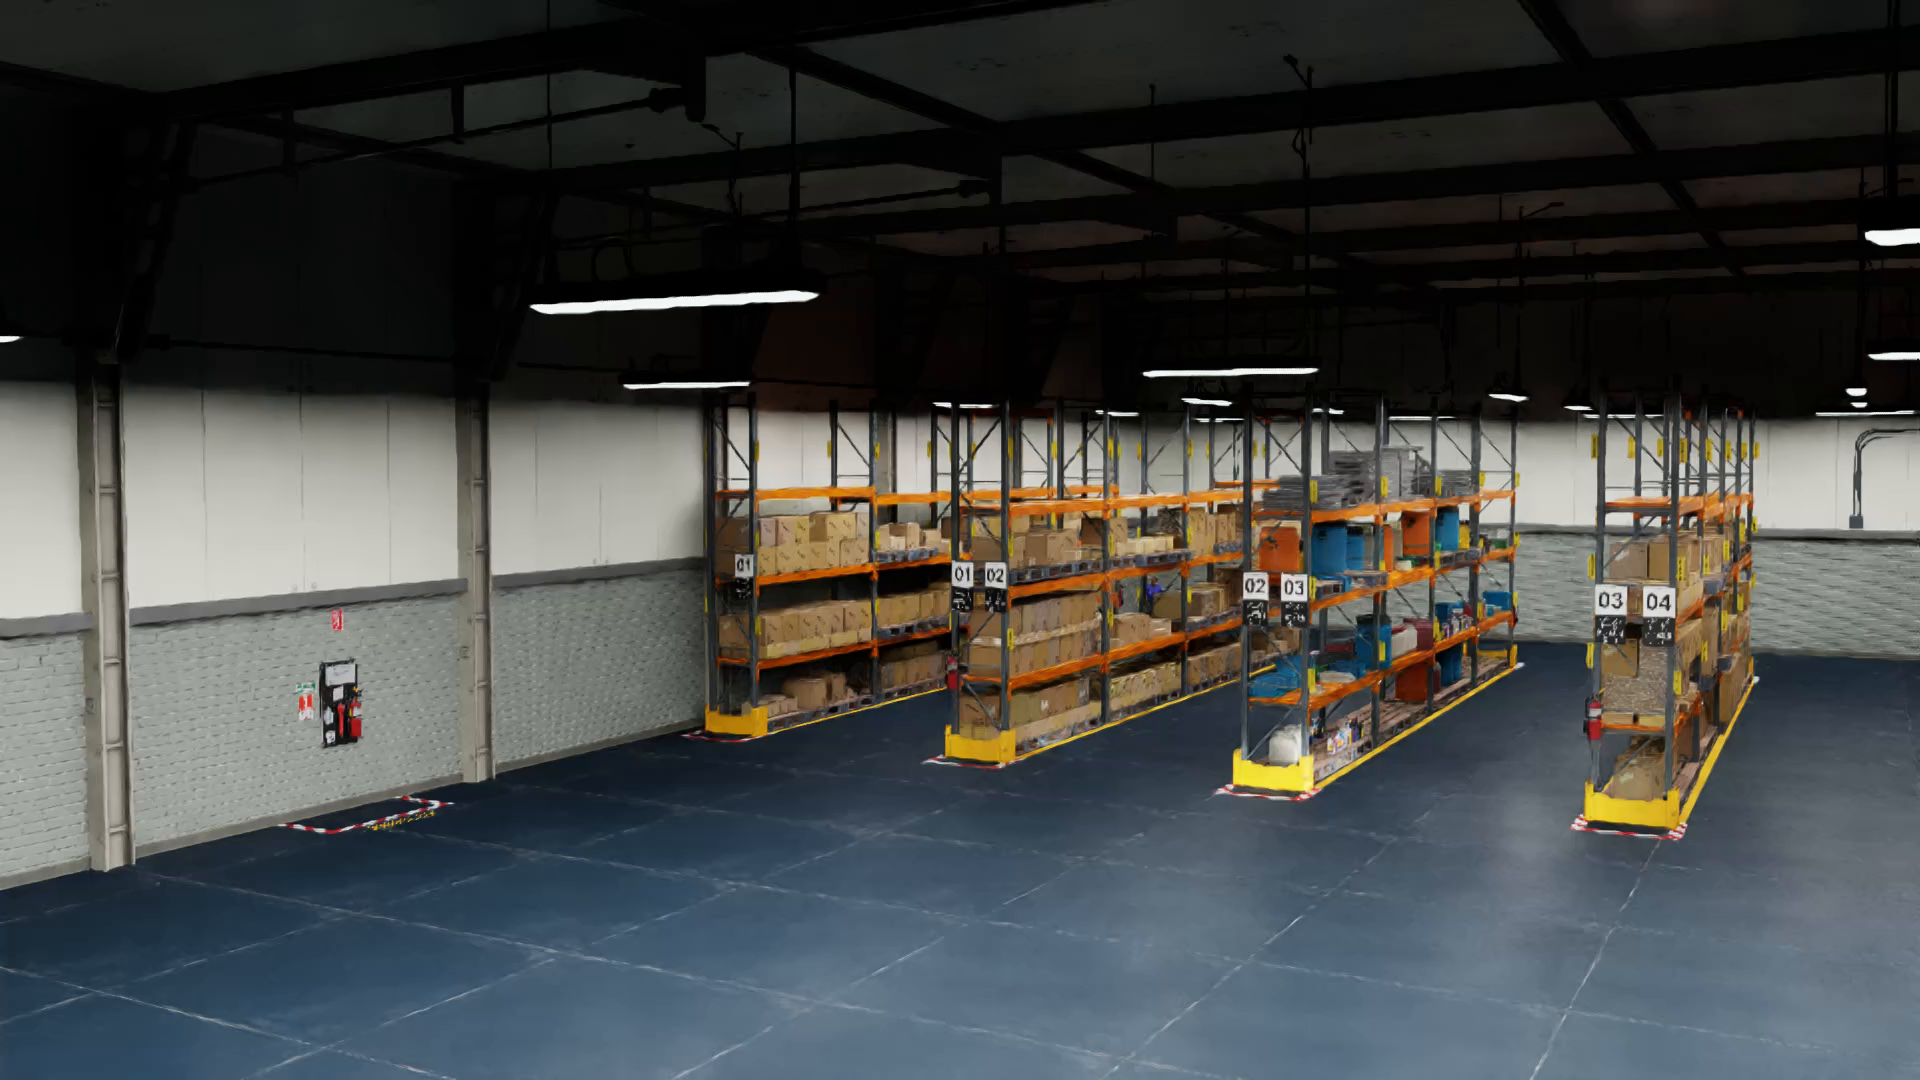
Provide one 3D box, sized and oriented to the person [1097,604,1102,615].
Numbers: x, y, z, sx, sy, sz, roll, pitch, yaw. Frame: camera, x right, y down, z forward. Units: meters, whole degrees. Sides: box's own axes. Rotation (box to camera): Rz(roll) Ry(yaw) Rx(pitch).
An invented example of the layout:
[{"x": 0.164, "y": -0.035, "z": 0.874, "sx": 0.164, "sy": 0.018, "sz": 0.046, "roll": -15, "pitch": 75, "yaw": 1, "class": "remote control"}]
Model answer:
[{"x": 3.120, "y": 1.864, "z": 36.080, "sx": 0.304, "sy": 1.001, "sz": 0.538, "roll": 0, "pitch": 3, "yaw": -1, "class": "person"}]
